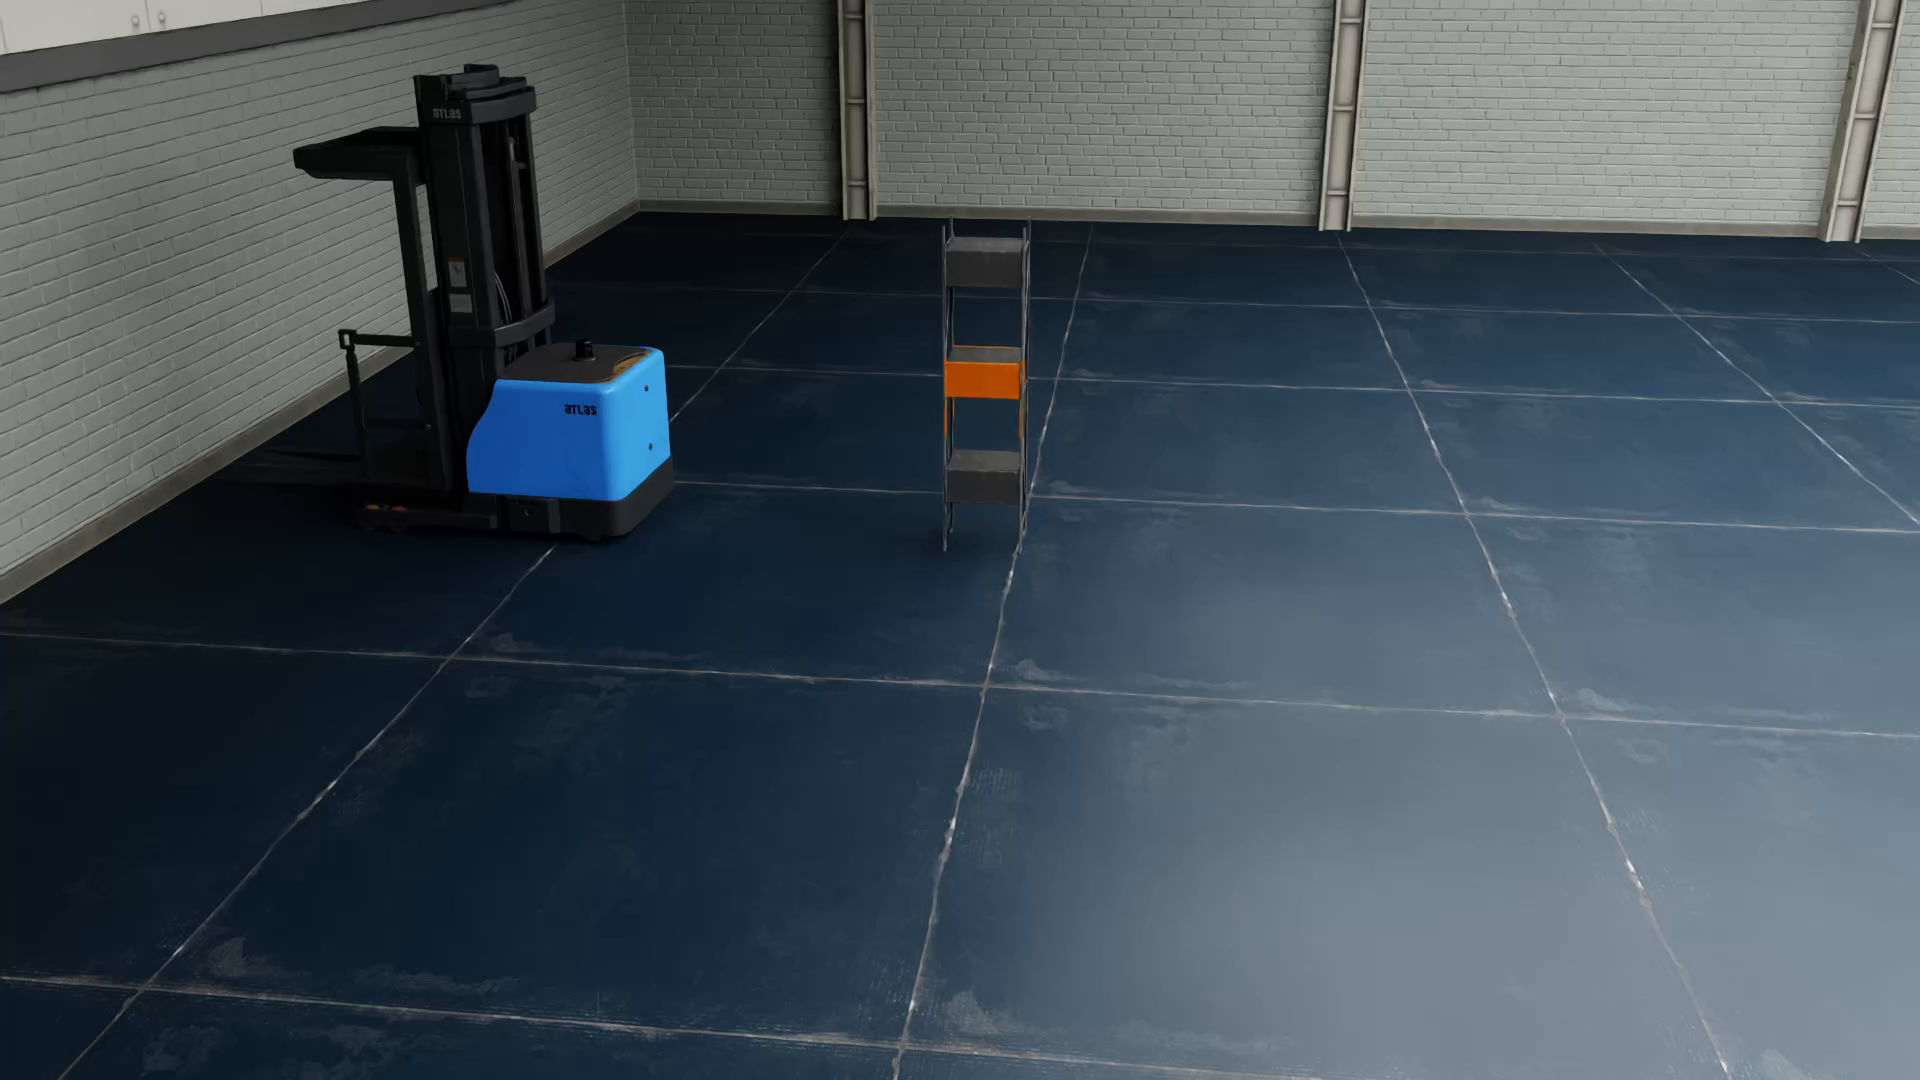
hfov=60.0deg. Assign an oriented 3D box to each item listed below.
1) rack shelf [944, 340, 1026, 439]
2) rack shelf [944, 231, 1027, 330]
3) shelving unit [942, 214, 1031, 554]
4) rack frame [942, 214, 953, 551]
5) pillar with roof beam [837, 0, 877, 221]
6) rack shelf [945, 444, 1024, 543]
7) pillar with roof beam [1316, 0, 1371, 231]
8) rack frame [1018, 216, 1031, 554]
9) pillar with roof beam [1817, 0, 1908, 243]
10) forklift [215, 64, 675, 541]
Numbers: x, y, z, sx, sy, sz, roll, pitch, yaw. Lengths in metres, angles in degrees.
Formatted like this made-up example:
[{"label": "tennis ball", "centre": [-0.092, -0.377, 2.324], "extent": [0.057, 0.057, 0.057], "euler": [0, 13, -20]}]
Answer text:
[{"label": "rack shelf", "centre": [0.164, -0.957, 10.541], "extent": [0.480, 0.518, 0.431], "euler": [2, 22, 6]}, {"label": "rack shelf", "centre": [0.164, -1.608, 10.283], "extent": [0.480, 0.518, 0.431], "euler": [2, 22, 6]}, {"label": "shelving unit", "centre": [0.164, -0.969, 10.536], "extent": [0.503, 2.100, 0.431], "euler": [2, 22, 6]}, {"label": "rack frame", "centre": [-0.078, -0.980, 10.562], "extent": [0.015, 2.100, 0.400], "euler": [2, 22, 6]}, {"label": "pillar with roof beam", "centre": [-1.796, -6.768, 15.818], "extent": [0.400, 9.000, 9.100], "euler": [2, 22, 6]}, {"label": "rack shelf", "centre": [0.164, -0.306, 10.798], "extent": [0.480, 0.518, 0.431], "euler": [2, 22, 6]}, {"label": "pillar with roof beam", "centre": [4.163, -6.508, 15.162], "extent": [0.400, 9.000, 9.100], "euler": [2, 22, 6]}, {"label": "rack frame", "centre": [0.407, -0.959, 10.509], "extent": [0.015, 2.100, 0.400], "euler": [2, 22, 6]}, {"label": "pillar with roof beam", "centre": [10.121, -6.248, 14.505], "extent": [0.400, 9.000, 9.100], "euler": [2, 22, 6]}, {"label": "forklift", "centre": [-3.571, -1.604, 11.012], "extent": [3.031, 2.935, 1.130], "euler": [4, 22, 10]}]
